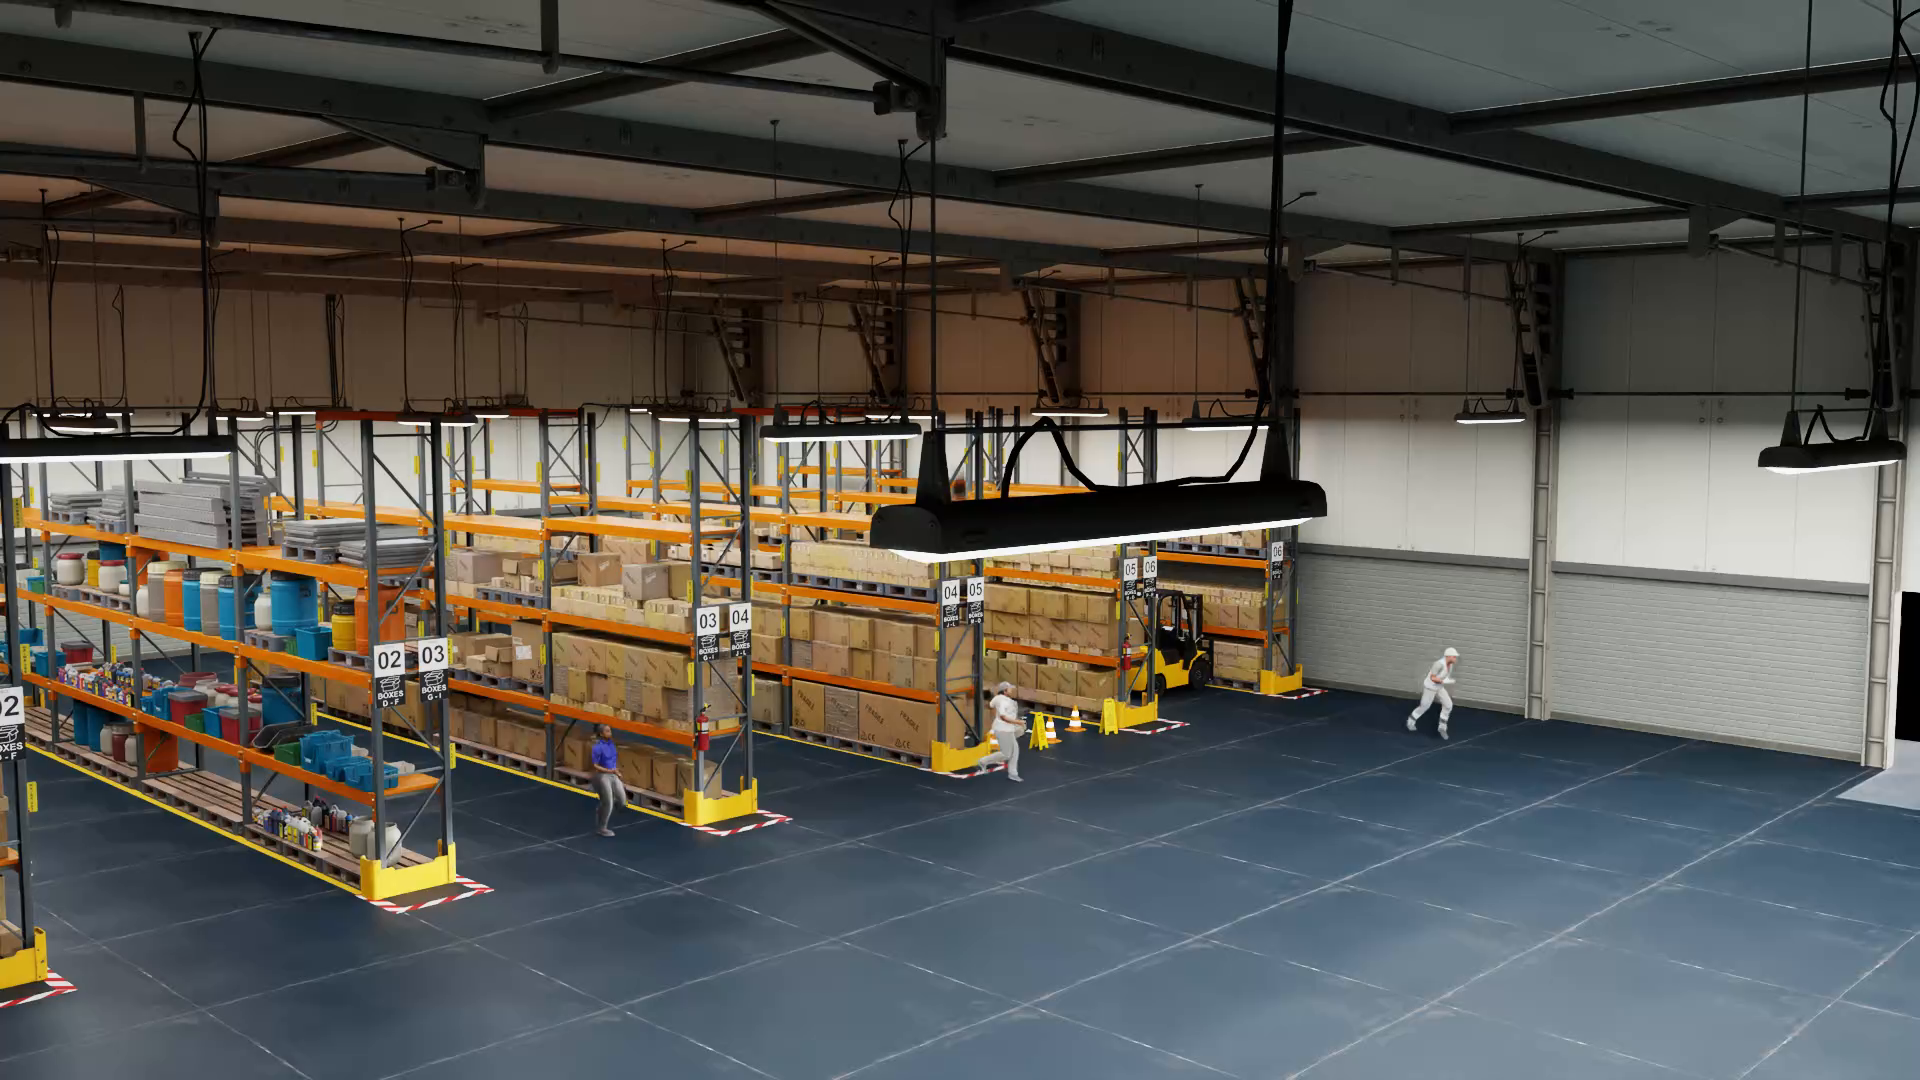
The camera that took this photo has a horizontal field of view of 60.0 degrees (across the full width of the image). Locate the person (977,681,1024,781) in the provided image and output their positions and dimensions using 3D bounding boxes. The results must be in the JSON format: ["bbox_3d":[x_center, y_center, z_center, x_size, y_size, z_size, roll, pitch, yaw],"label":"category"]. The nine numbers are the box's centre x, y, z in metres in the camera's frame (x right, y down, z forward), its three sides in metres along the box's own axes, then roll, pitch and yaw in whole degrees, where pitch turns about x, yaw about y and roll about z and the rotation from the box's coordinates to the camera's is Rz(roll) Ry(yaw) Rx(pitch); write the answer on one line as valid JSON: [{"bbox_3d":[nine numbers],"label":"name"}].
[{"bbox_3d":[0.660,3.139,27.106,0.806,1.682,0.614,-1,5,-6],"label":"person"}]

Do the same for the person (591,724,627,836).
[{"bbox_3d":[-5.012,3.426,23.780,0.529,1.617,0.569,2,5,23],"label":"person"}]

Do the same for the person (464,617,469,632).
[{"bbox_3d":[-11.939,1.918,40.645,0.534,1.578,0.890,2,6,24],"label":"person"}]

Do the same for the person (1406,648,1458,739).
[{"bbox_3d":[8.727,2.805,30.679,0.707,1.722,1.028,-5,7,-45],"label":"person"}]
